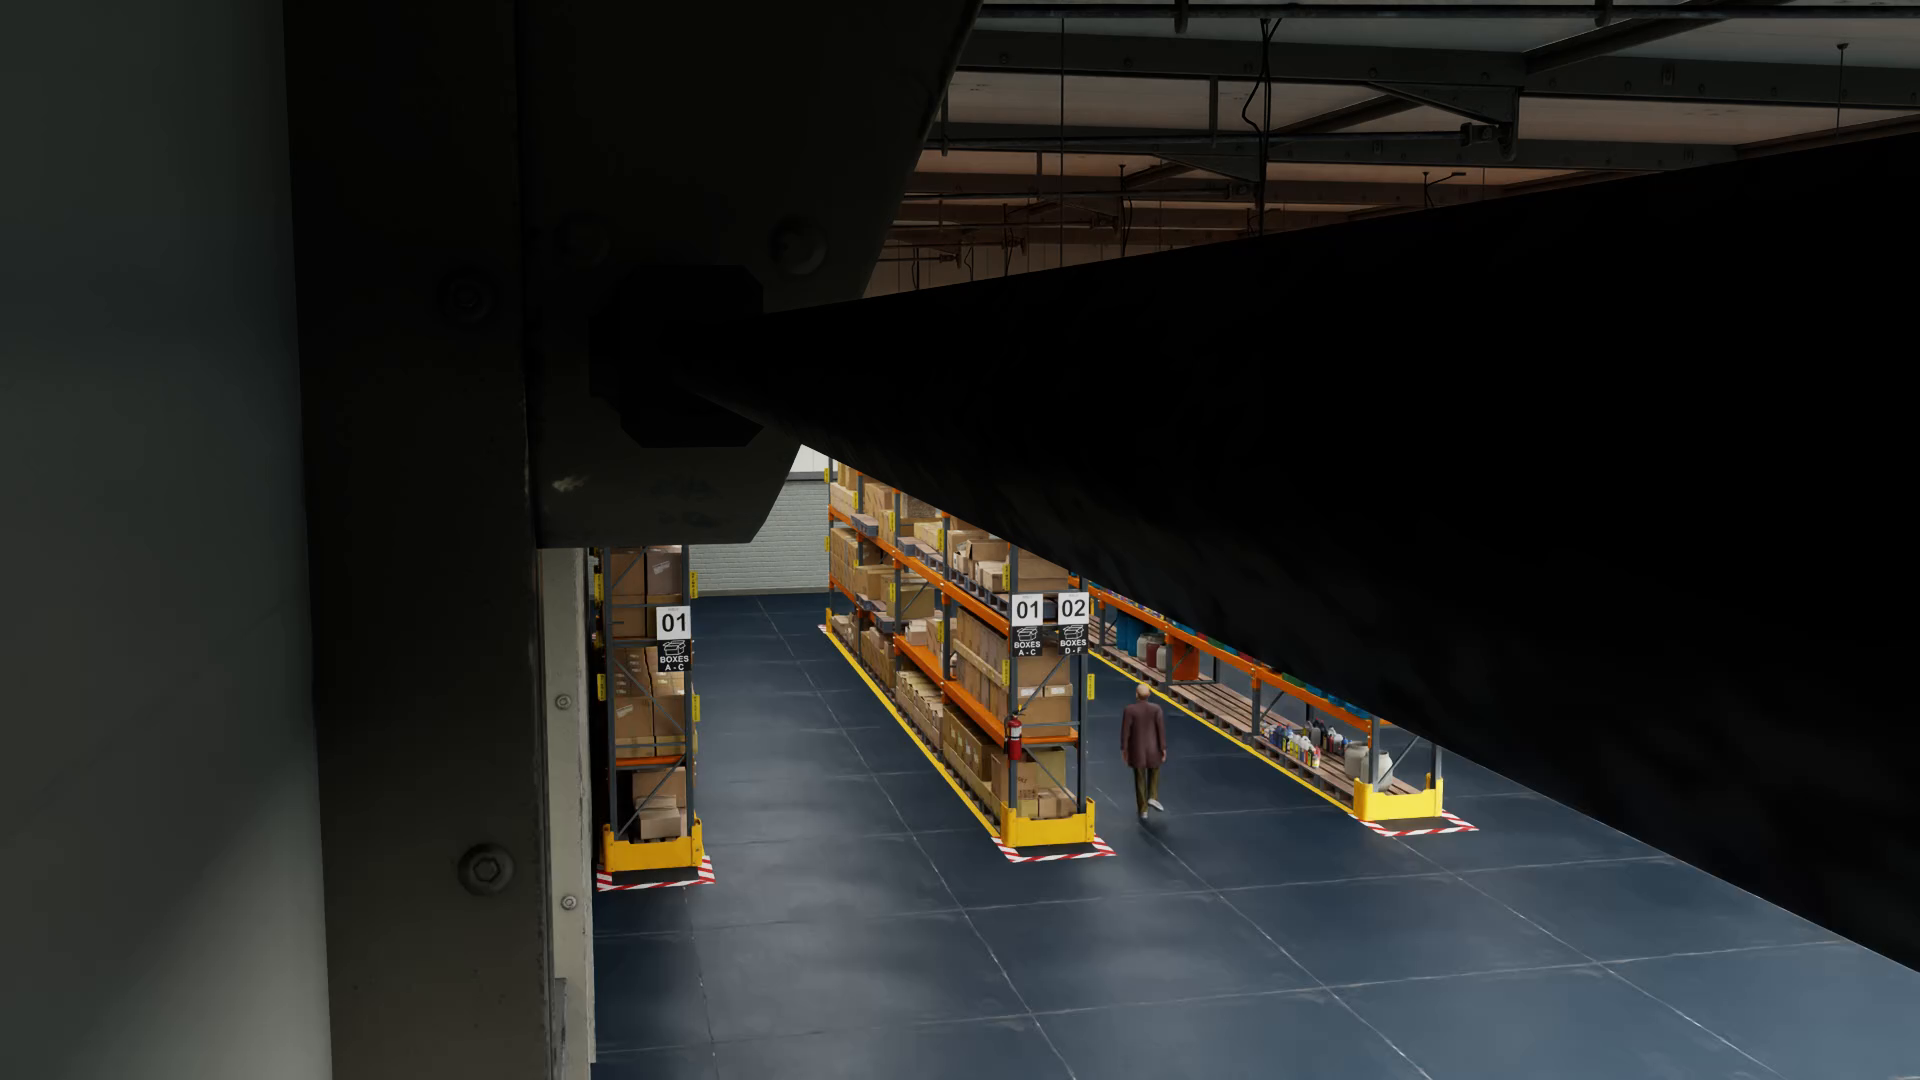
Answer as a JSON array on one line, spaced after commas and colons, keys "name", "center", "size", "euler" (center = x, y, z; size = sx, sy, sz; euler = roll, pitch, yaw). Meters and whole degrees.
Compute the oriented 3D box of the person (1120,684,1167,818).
[{"name": "person", "center": [2.450, 2.902, 22.249], "size": [0.607, 1.564, 0.551], "euler": [0, 7, 1]}]
